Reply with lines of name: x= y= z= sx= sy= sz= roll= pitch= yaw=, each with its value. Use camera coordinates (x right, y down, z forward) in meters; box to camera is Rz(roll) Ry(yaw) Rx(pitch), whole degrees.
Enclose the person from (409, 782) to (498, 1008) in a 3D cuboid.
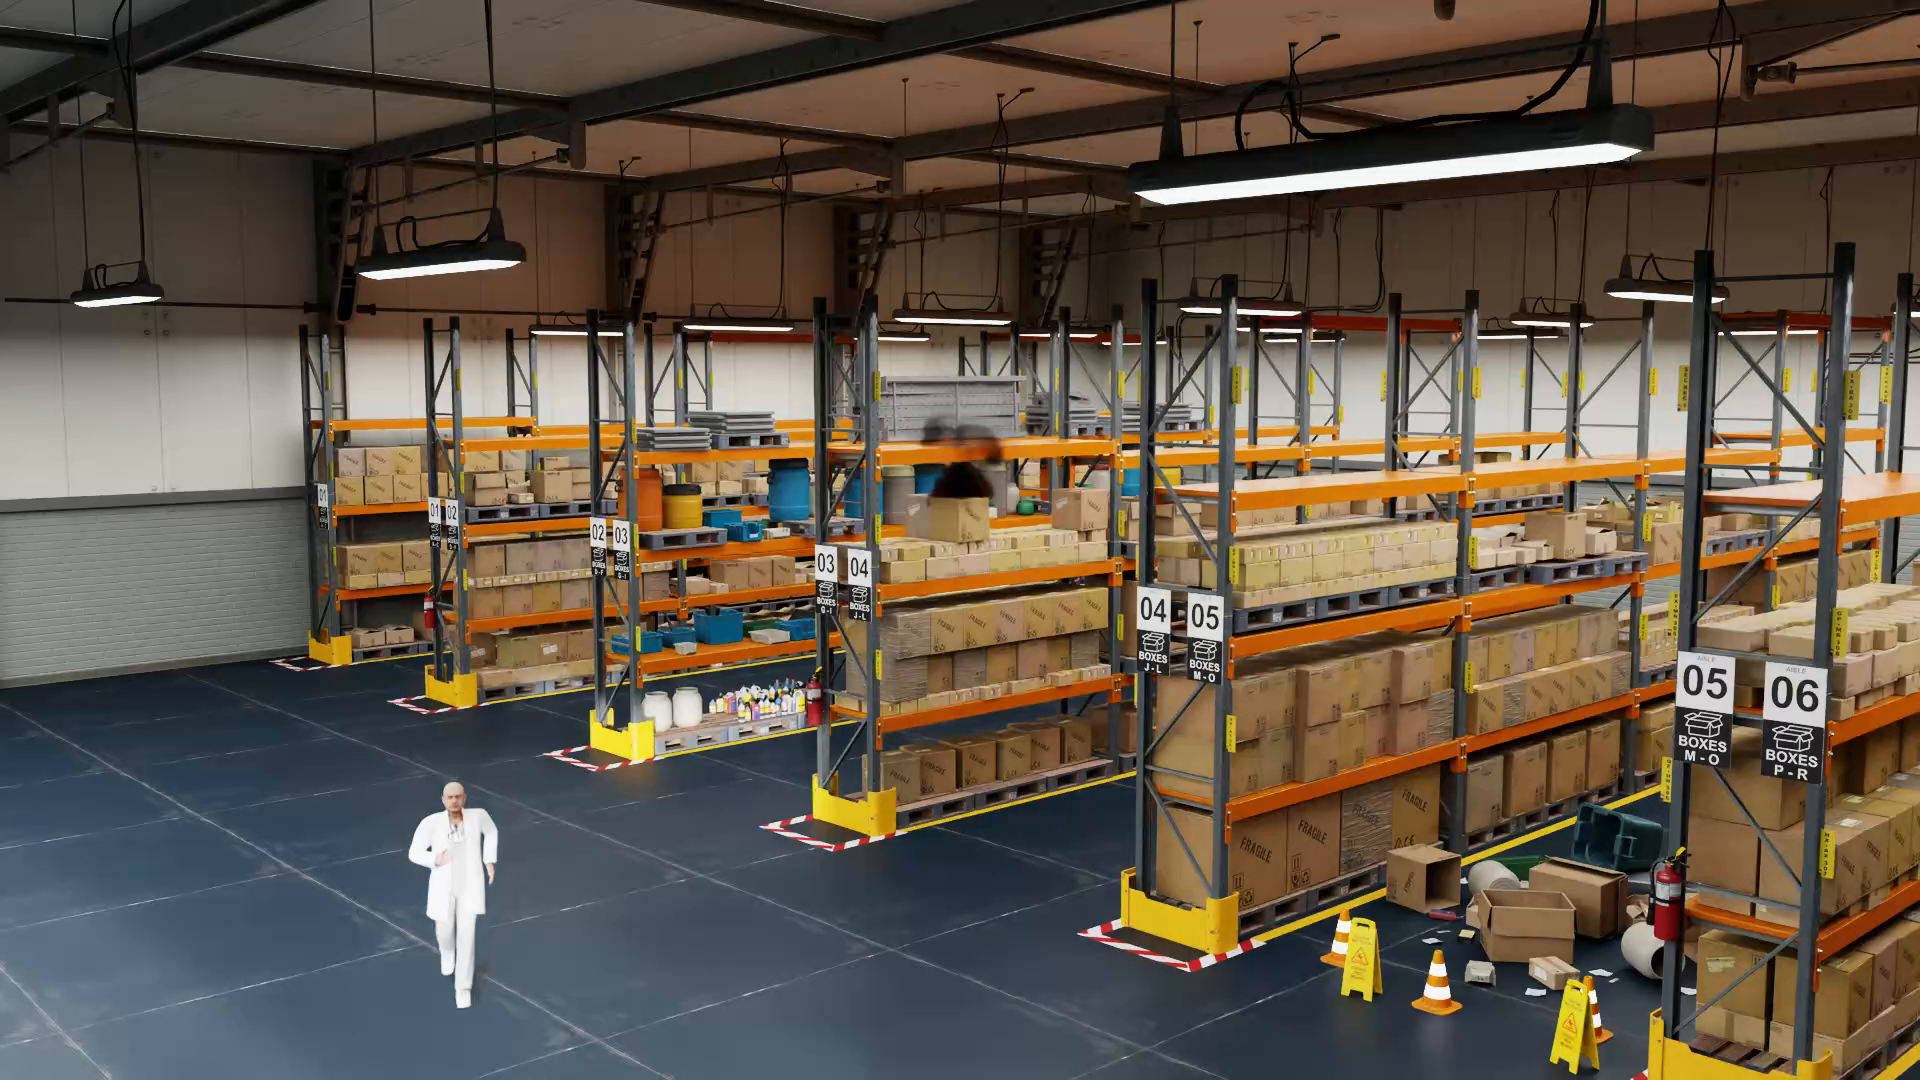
person: x=-4.185 y=2.875 z=13.792 sx=0.713 sy=1.753 sz=1.001 roll=-2 pitch=6 yaw=-18
